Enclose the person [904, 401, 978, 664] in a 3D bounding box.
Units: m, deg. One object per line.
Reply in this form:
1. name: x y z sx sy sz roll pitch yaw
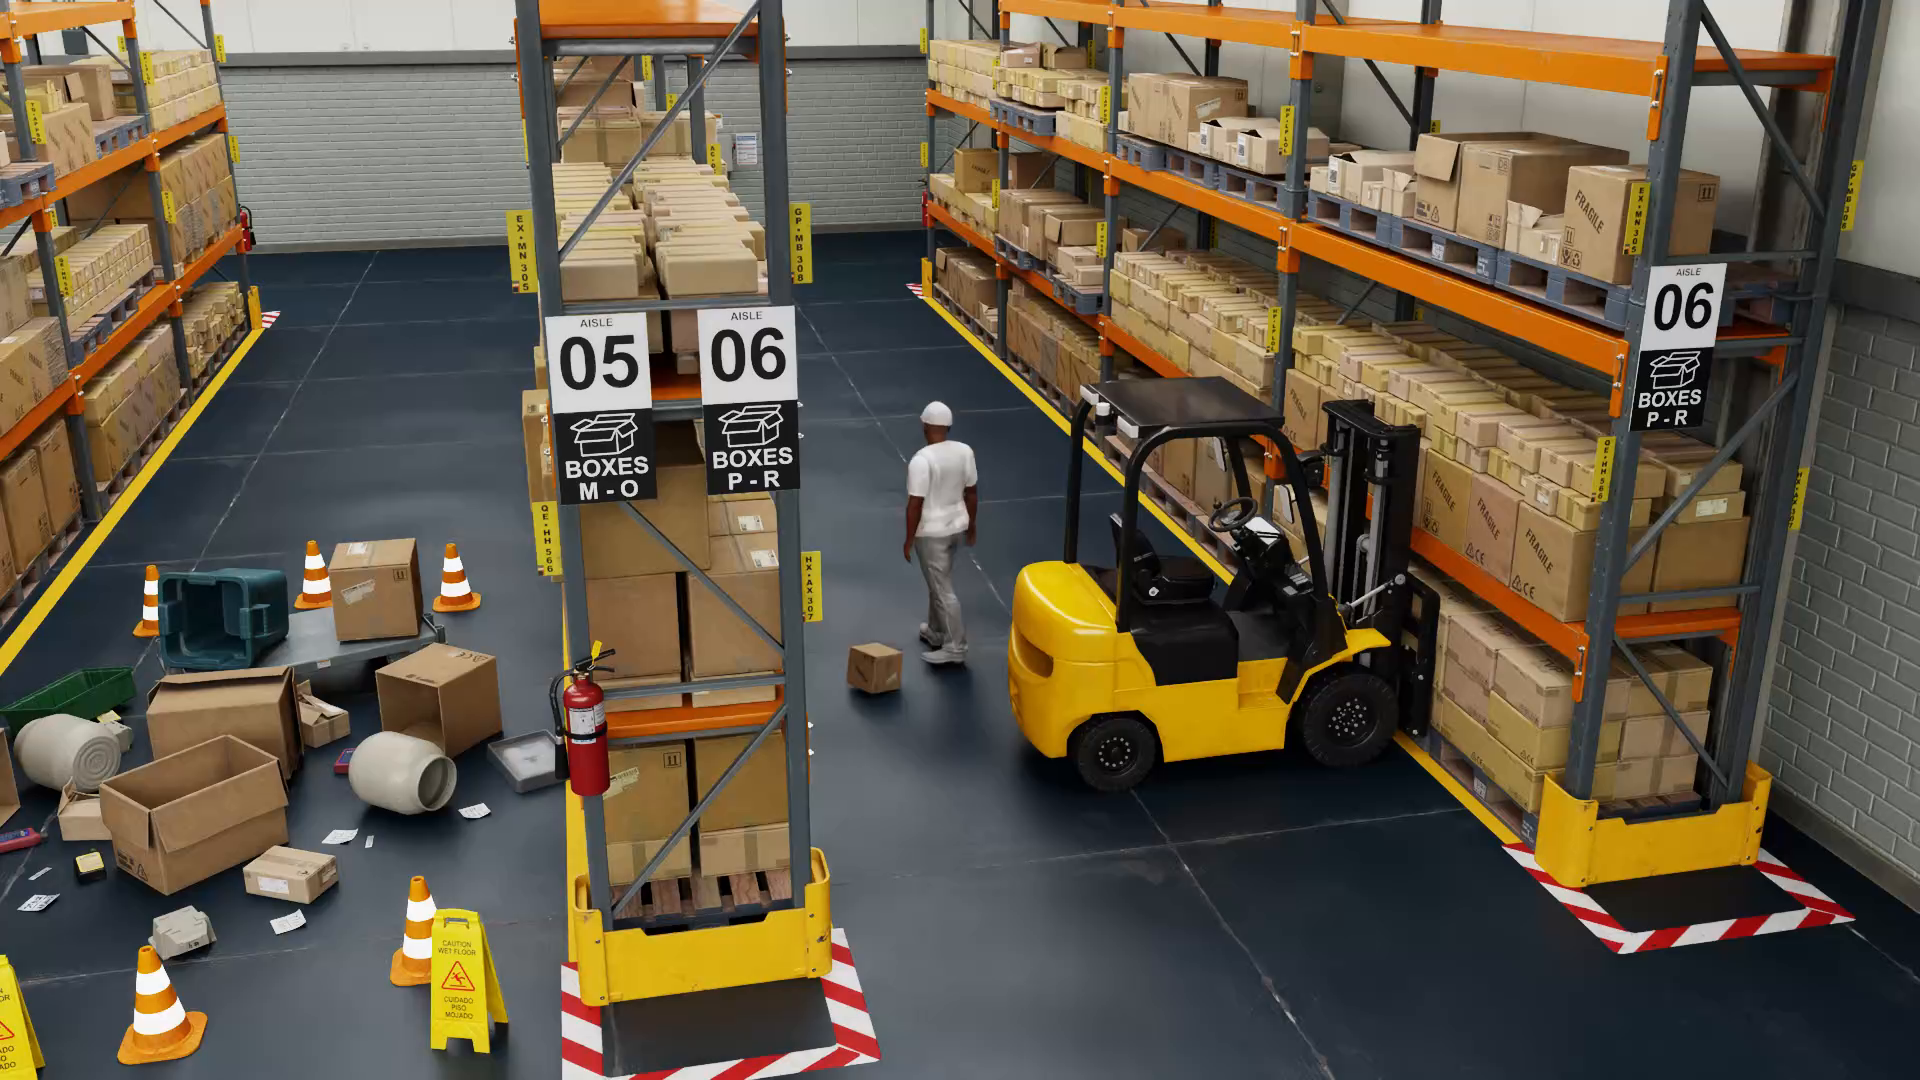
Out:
1. person: -0.142 -0.064 11.225 0.626 1.766 0.626 16 25 38
